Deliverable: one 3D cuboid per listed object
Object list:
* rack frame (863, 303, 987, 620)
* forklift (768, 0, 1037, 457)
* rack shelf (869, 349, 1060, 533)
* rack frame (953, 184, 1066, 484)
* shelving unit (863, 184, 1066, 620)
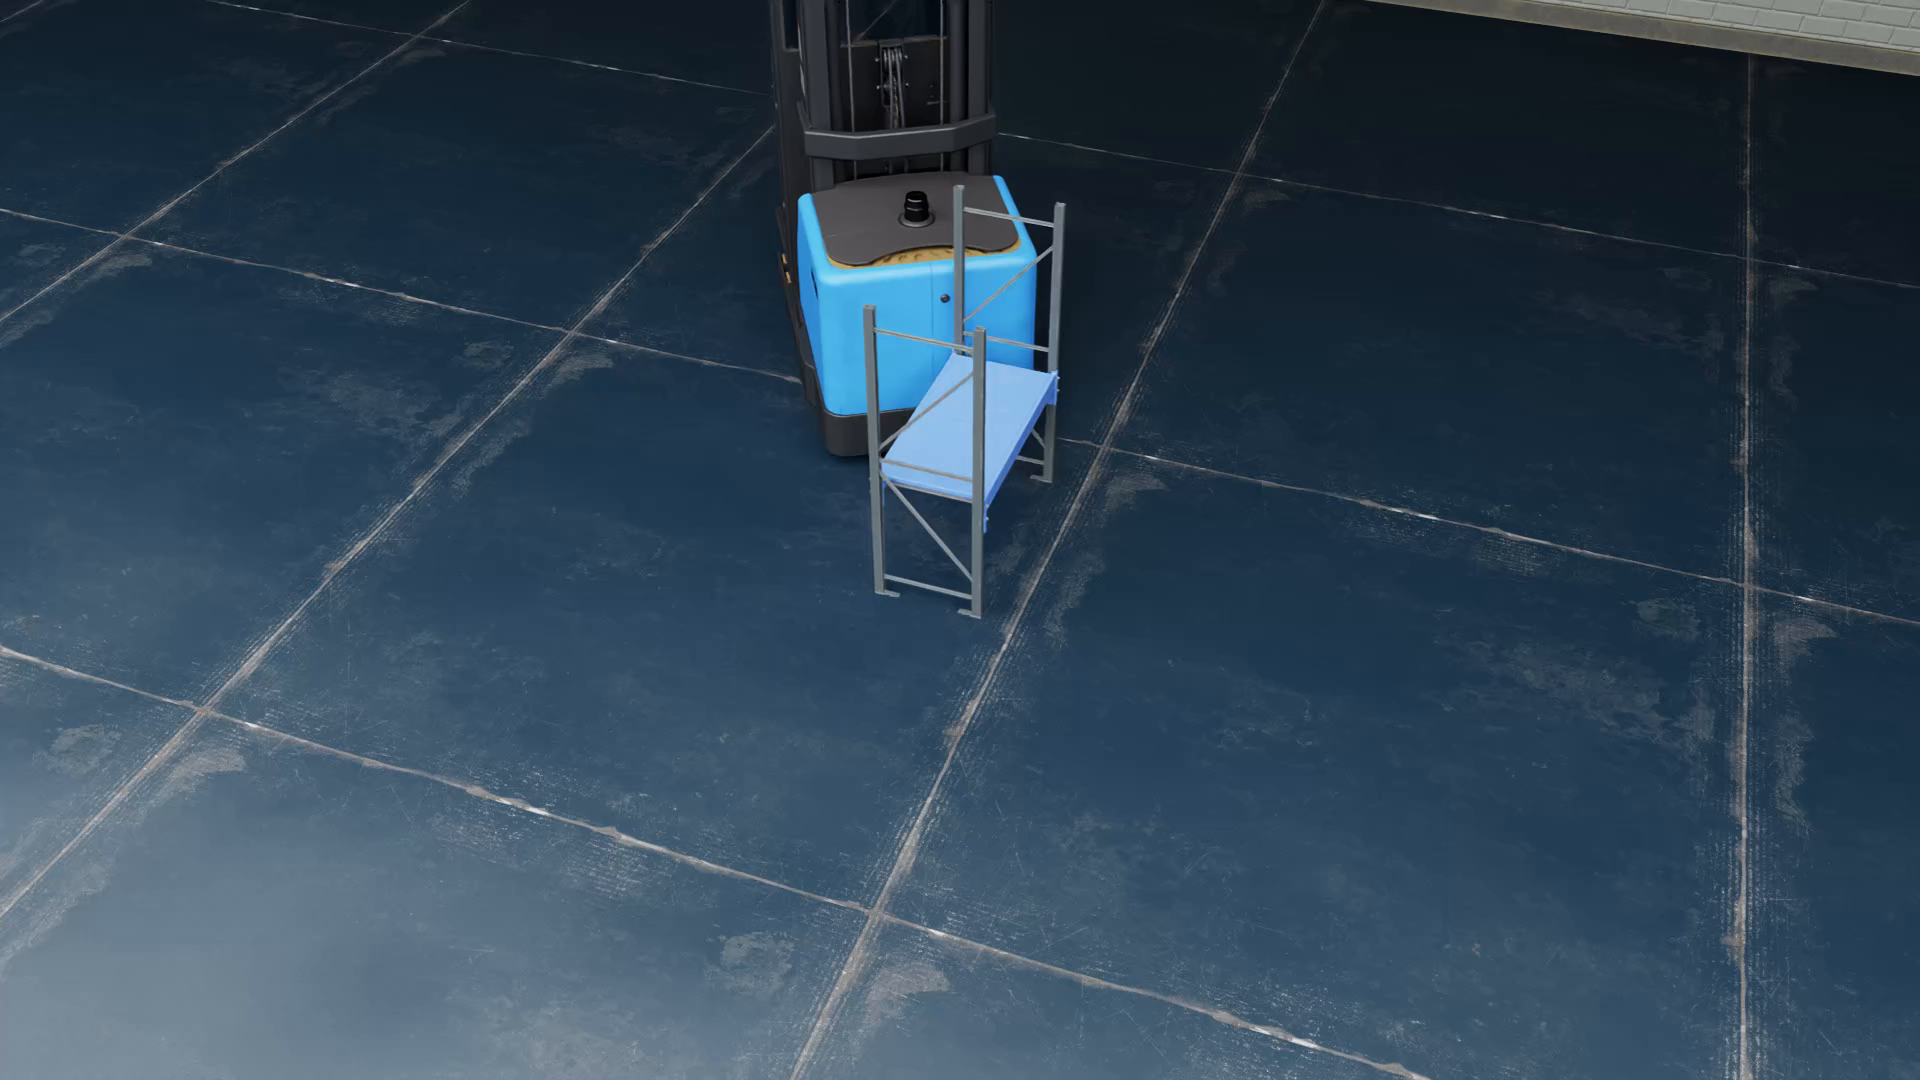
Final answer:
[{"bbox_3d":[-0.139,-0.286,6.883,0.500,1.500,0.032,13,42,15],"label":"rack frame"},{"bbox_3d":[-0.420,-2.482,8.354,1.130,2.935,3.031,-7,41,-9],"label":"forklift"},{"bbox_3d":[0.036,-0.458,7.363,0.538,0.185,1.000,13,42,15],"label":"rack shelf"},{"bbox_3d":[0.211,-0.905,7.609,0.500,1.500,0.032,13,42,15],"label":"rack frame"},{"bbox_3d":[0.036,-0.595,7.246,0.538,1.500,1.048,13,42,15],"label":"shelving unit"}]
